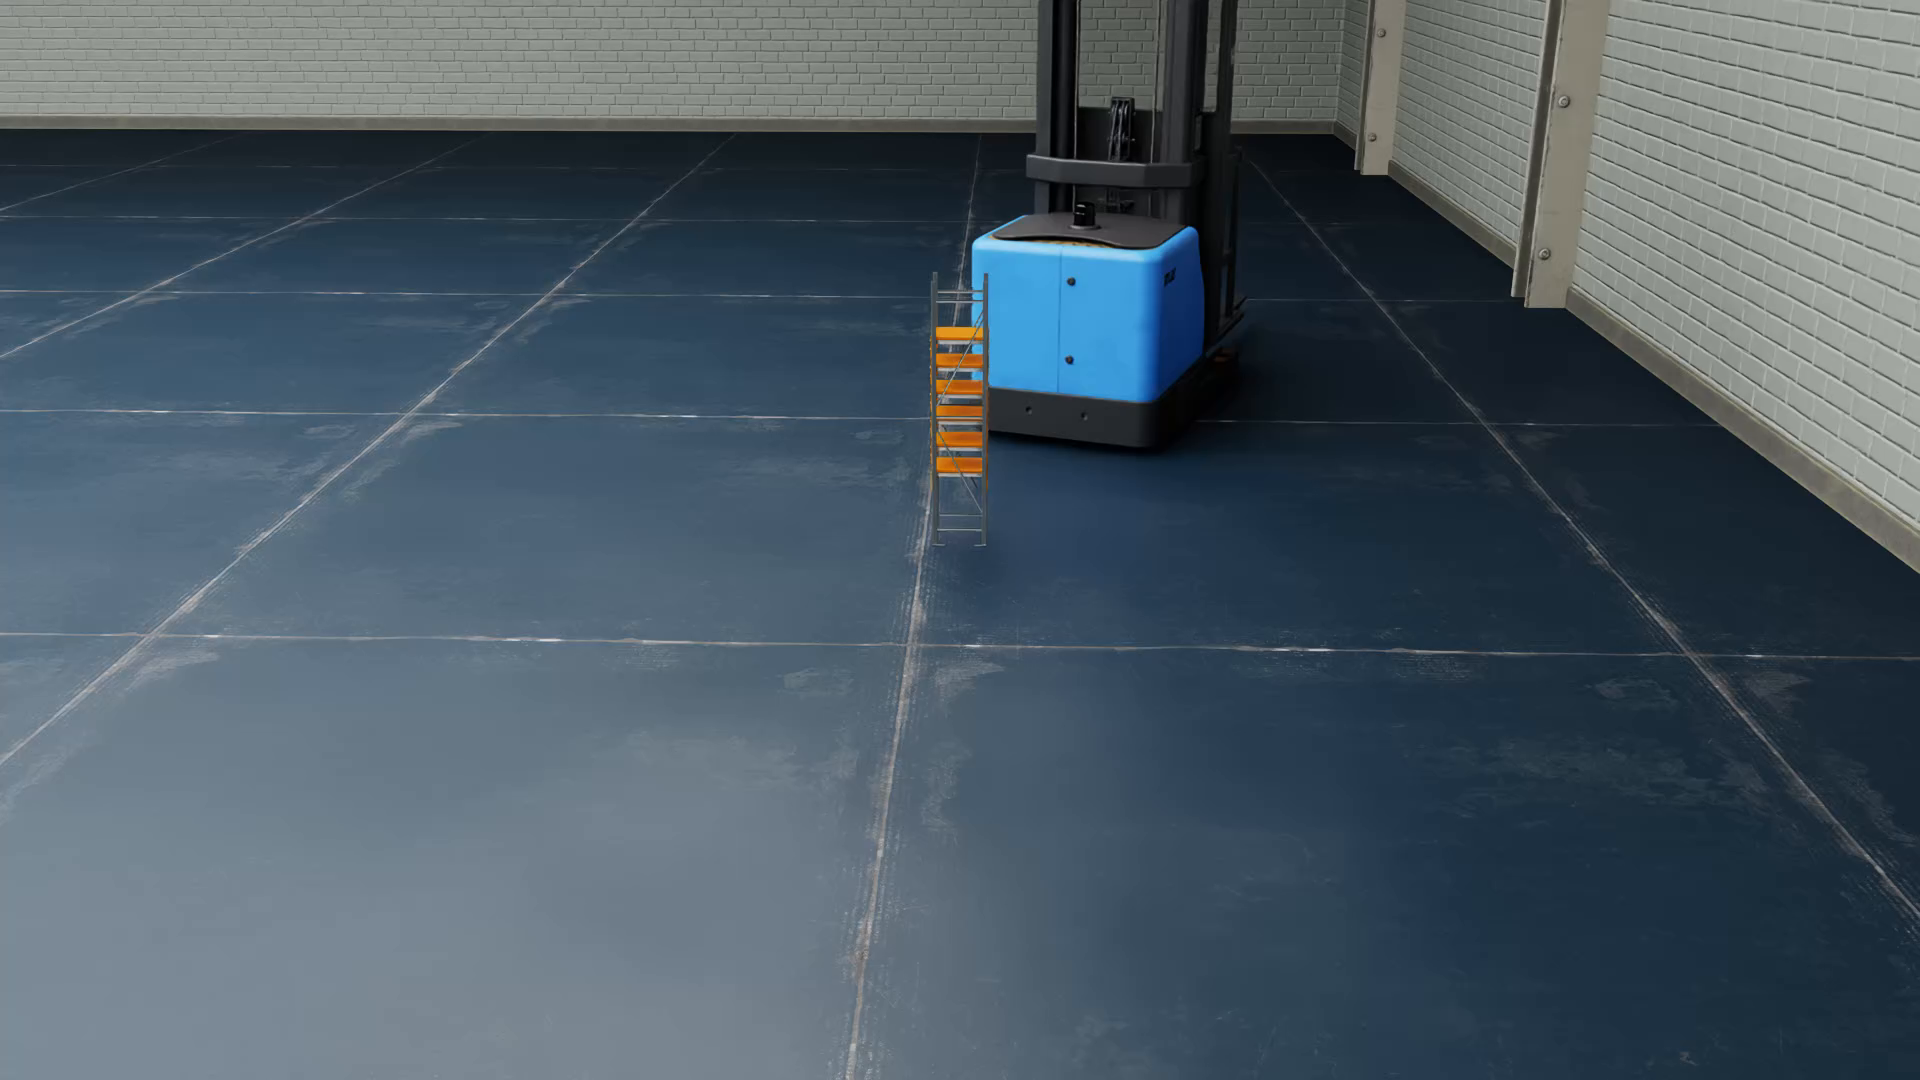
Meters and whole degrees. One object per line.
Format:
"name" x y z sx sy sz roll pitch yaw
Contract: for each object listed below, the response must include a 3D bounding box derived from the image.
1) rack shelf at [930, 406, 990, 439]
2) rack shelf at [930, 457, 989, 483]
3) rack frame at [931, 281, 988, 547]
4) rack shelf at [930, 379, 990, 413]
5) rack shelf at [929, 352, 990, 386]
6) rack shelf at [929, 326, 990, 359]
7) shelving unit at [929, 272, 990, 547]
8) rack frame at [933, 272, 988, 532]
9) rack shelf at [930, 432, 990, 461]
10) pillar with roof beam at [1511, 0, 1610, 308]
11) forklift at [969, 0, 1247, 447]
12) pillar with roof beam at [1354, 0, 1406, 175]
"rack shelf" 0.000 -0.523 7.341 0.258 0.103 0.180 1 21 2
"rack shelf" 0.000 -0.299 7.428 0.258 0.103 0.180 1 21 2
"rack frame" -0.002 -0.532 7.240 0.240 1.200 0.006 1 21 2
"rack shelf" 0.000 -0.635 7.298 0.258 0.103 0.180 1 21 2
"rack shelf" 0.000 -0.747 7.255 0.258 0.103 0.180 1 21 2
"rack shelf" 0.000 -0.859 7.211 0.258 0.103 0.180 1 21 2
"shelving unit" 0.000 -0.565 7.325 0.258 1.200 0.189 1 21 2
"rack frame" 0.003 -0.598 7.411 0.240 1.200 0.006 1 21 2
"rack shelf" 0.000 -0.411 7.385 0.258 0.103 0.180 1 21 2
"pillar with roof beam" -0.137 -5.957 10.442 9.100 9.000 0.400 1 21 2
"forklift" 1.055 -2.342 9.514 1.130 2.935 3.031 8 23 20
"pillar with roof beam" 0.046 -8.126 16.033 9.100 9.000 0.400 1 21 2
